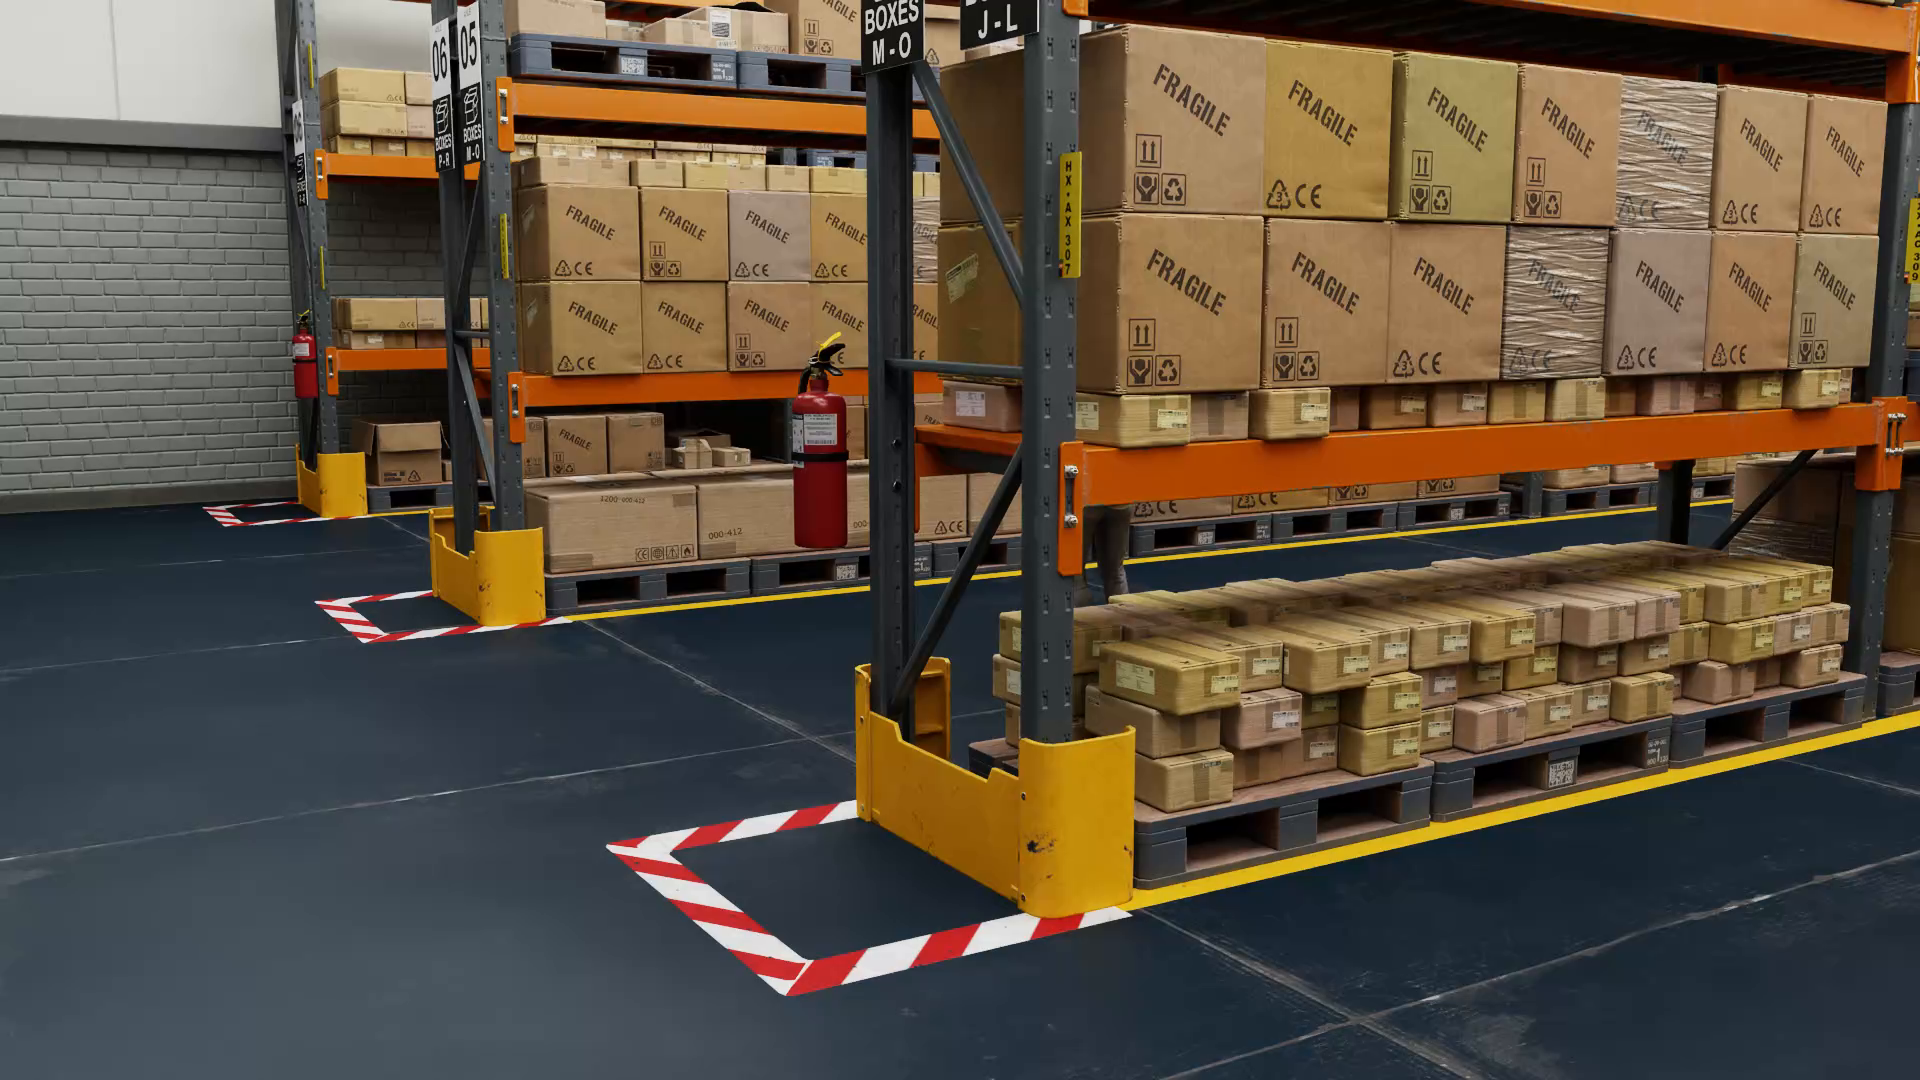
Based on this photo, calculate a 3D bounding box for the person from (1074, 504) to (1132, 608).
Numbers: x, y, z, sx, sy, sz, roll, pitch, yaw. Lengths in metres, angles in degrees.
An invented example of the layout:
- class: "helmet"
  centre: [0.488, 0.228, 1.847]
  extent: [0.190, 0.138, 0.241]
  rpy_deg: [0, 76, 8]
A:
- class: "person"
  centre: [0.606, -0.182, 7.607]
  extent: [0.461, 1.593, 0.365]
  rpy_deg: [-5, 10, -30]
